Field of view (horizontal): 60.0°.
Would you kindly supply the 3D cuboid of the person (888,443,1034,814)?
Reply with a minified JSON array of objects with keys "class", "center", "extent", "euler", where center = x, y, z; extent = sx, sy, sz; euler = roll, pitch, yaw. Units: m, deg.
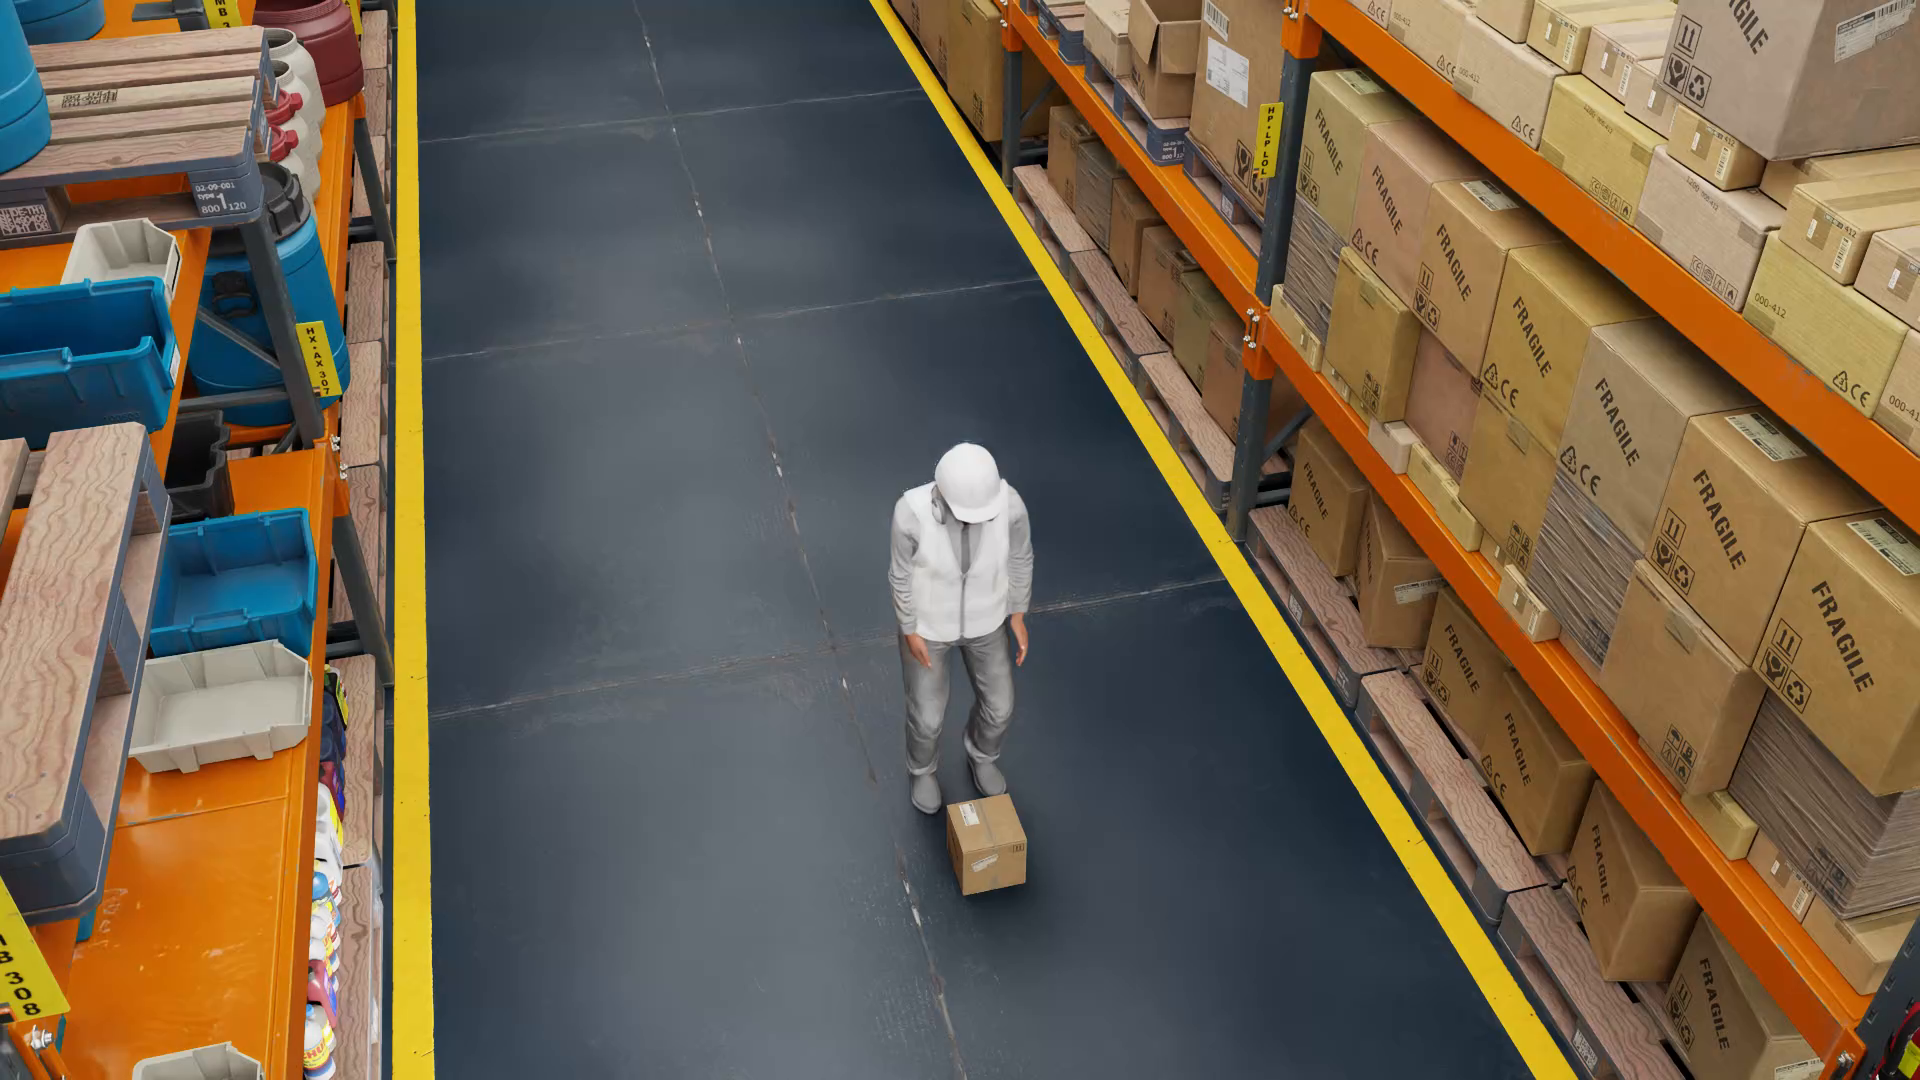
[{"class":"person","center":[0.009,0.312,6.338],"extent":[0.556,1.729,0.457],"euler":[-8,39,-11]}]
